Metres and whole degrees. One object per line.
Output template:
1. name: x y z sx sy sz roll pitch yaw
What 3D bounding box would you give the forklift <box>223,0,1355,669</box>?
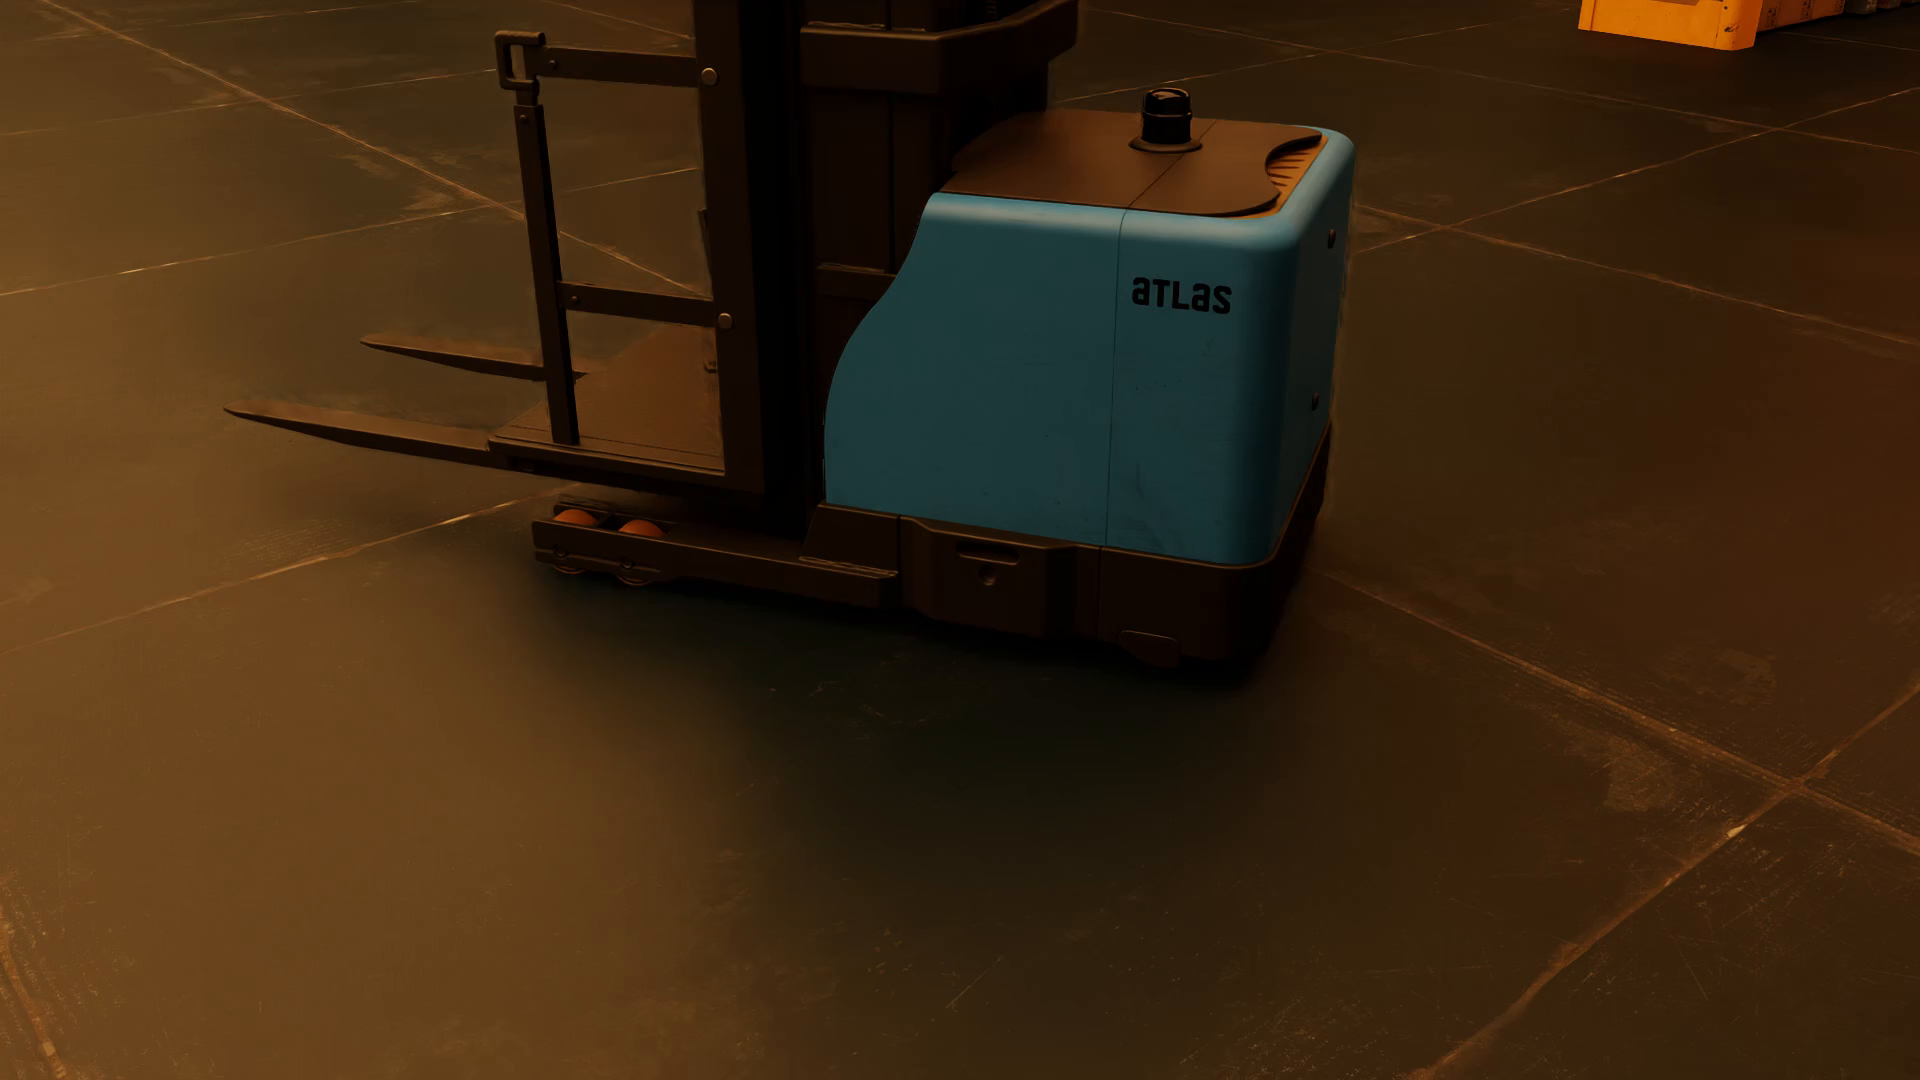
1. forklift: -0.575 -1.404 4.033 3.031 2.935 1.130 9 28 18
